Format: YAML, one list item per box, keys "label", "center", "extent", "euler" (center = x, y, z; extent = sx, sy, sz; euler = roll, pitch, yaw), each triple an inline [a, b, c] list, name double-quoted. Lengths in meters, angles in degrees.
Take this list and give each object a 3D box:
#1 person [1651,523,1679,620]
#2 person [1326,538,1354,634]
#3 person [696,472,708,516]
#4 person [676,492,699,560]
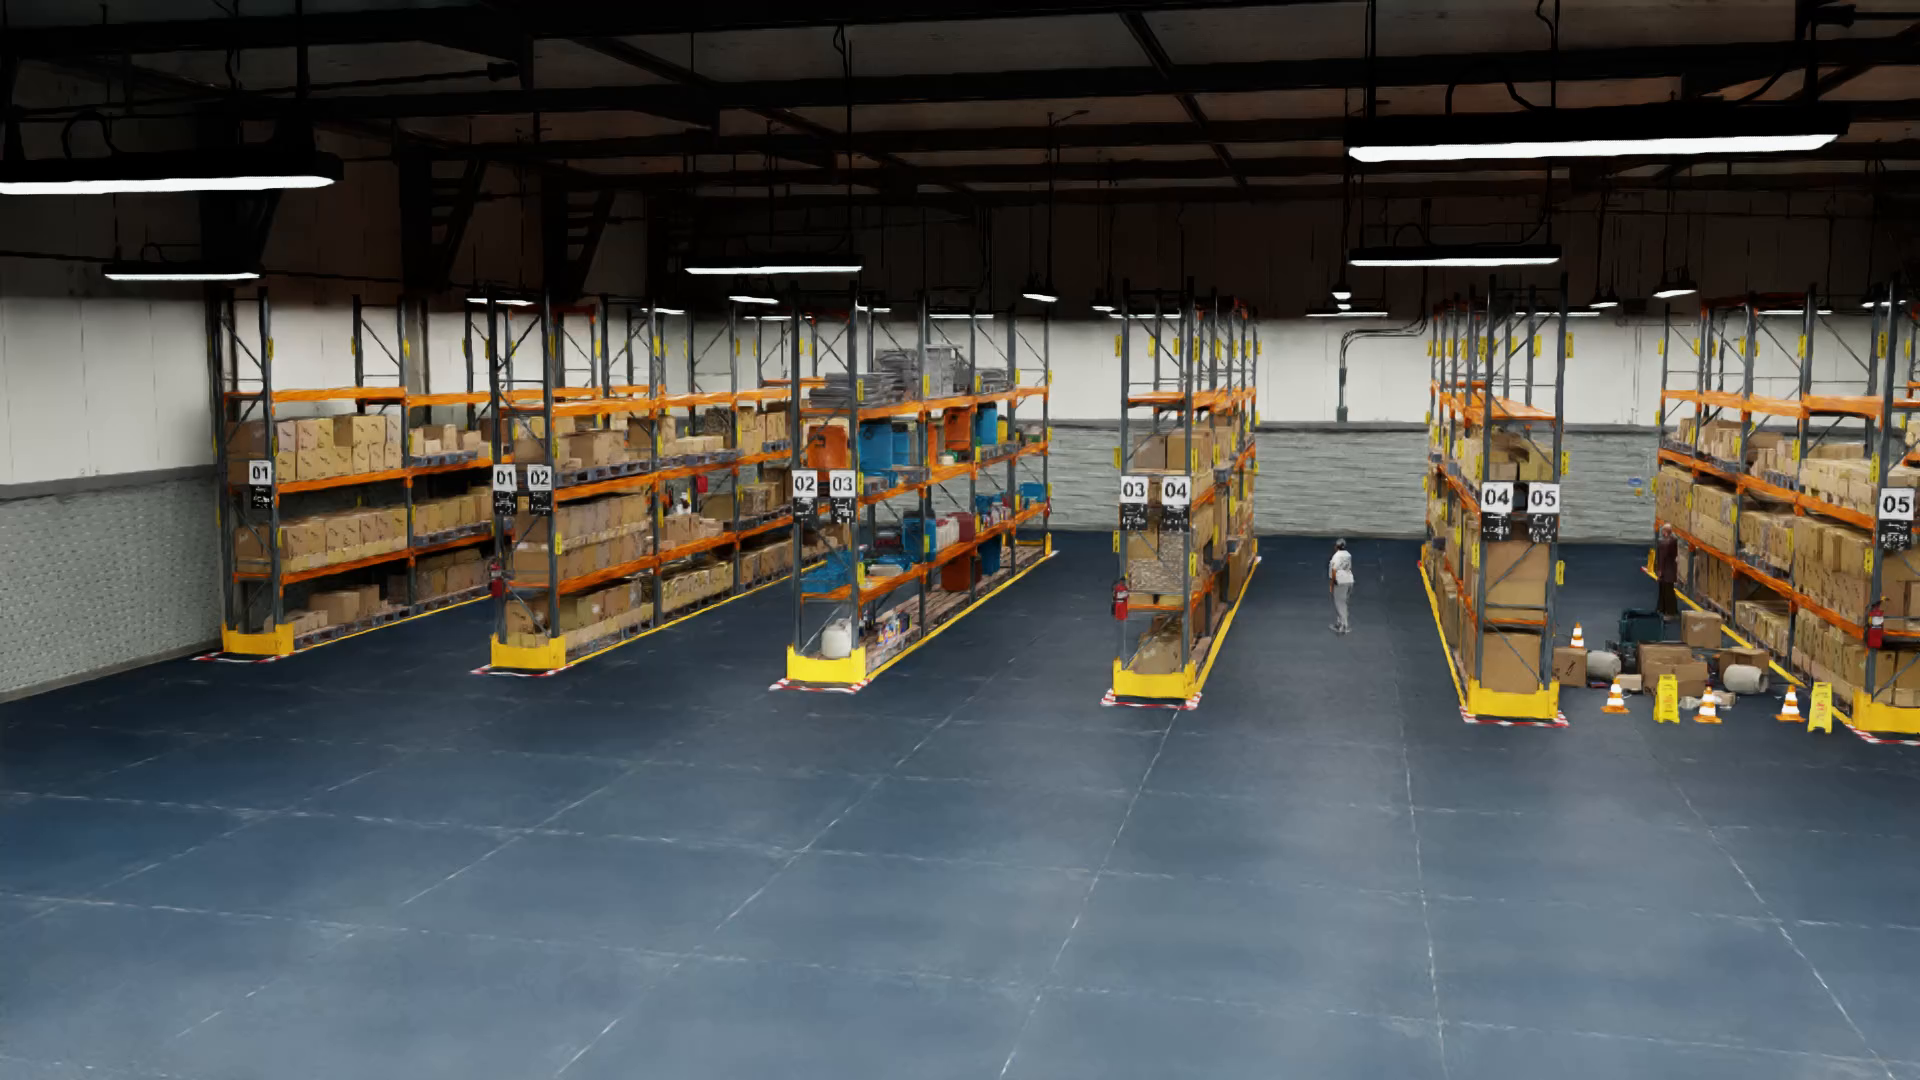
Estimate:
- label: "person"
  center: [13.064, 0.563, 30.849]
  extent: [0.644, 1.773, 0.673]
  euler: [5, 8, 34]
- label: "person"
  center: [6.707, 0.791, 29.431]
  extent: [0.547, 1.659, 0.597]
  euler: [6, 9, 41]
- label: "person"
  center: [-7.430, -1.212, 46.691]
  extent: [0.729, 1.718, 0.547]
  euler: [-4, 8, -32]
- label: "person"
  center: [-6.309, -0.263, 38.368]
  extent: [0.566, 1.706, 1.122]
  euler: [2, 7, 15]
